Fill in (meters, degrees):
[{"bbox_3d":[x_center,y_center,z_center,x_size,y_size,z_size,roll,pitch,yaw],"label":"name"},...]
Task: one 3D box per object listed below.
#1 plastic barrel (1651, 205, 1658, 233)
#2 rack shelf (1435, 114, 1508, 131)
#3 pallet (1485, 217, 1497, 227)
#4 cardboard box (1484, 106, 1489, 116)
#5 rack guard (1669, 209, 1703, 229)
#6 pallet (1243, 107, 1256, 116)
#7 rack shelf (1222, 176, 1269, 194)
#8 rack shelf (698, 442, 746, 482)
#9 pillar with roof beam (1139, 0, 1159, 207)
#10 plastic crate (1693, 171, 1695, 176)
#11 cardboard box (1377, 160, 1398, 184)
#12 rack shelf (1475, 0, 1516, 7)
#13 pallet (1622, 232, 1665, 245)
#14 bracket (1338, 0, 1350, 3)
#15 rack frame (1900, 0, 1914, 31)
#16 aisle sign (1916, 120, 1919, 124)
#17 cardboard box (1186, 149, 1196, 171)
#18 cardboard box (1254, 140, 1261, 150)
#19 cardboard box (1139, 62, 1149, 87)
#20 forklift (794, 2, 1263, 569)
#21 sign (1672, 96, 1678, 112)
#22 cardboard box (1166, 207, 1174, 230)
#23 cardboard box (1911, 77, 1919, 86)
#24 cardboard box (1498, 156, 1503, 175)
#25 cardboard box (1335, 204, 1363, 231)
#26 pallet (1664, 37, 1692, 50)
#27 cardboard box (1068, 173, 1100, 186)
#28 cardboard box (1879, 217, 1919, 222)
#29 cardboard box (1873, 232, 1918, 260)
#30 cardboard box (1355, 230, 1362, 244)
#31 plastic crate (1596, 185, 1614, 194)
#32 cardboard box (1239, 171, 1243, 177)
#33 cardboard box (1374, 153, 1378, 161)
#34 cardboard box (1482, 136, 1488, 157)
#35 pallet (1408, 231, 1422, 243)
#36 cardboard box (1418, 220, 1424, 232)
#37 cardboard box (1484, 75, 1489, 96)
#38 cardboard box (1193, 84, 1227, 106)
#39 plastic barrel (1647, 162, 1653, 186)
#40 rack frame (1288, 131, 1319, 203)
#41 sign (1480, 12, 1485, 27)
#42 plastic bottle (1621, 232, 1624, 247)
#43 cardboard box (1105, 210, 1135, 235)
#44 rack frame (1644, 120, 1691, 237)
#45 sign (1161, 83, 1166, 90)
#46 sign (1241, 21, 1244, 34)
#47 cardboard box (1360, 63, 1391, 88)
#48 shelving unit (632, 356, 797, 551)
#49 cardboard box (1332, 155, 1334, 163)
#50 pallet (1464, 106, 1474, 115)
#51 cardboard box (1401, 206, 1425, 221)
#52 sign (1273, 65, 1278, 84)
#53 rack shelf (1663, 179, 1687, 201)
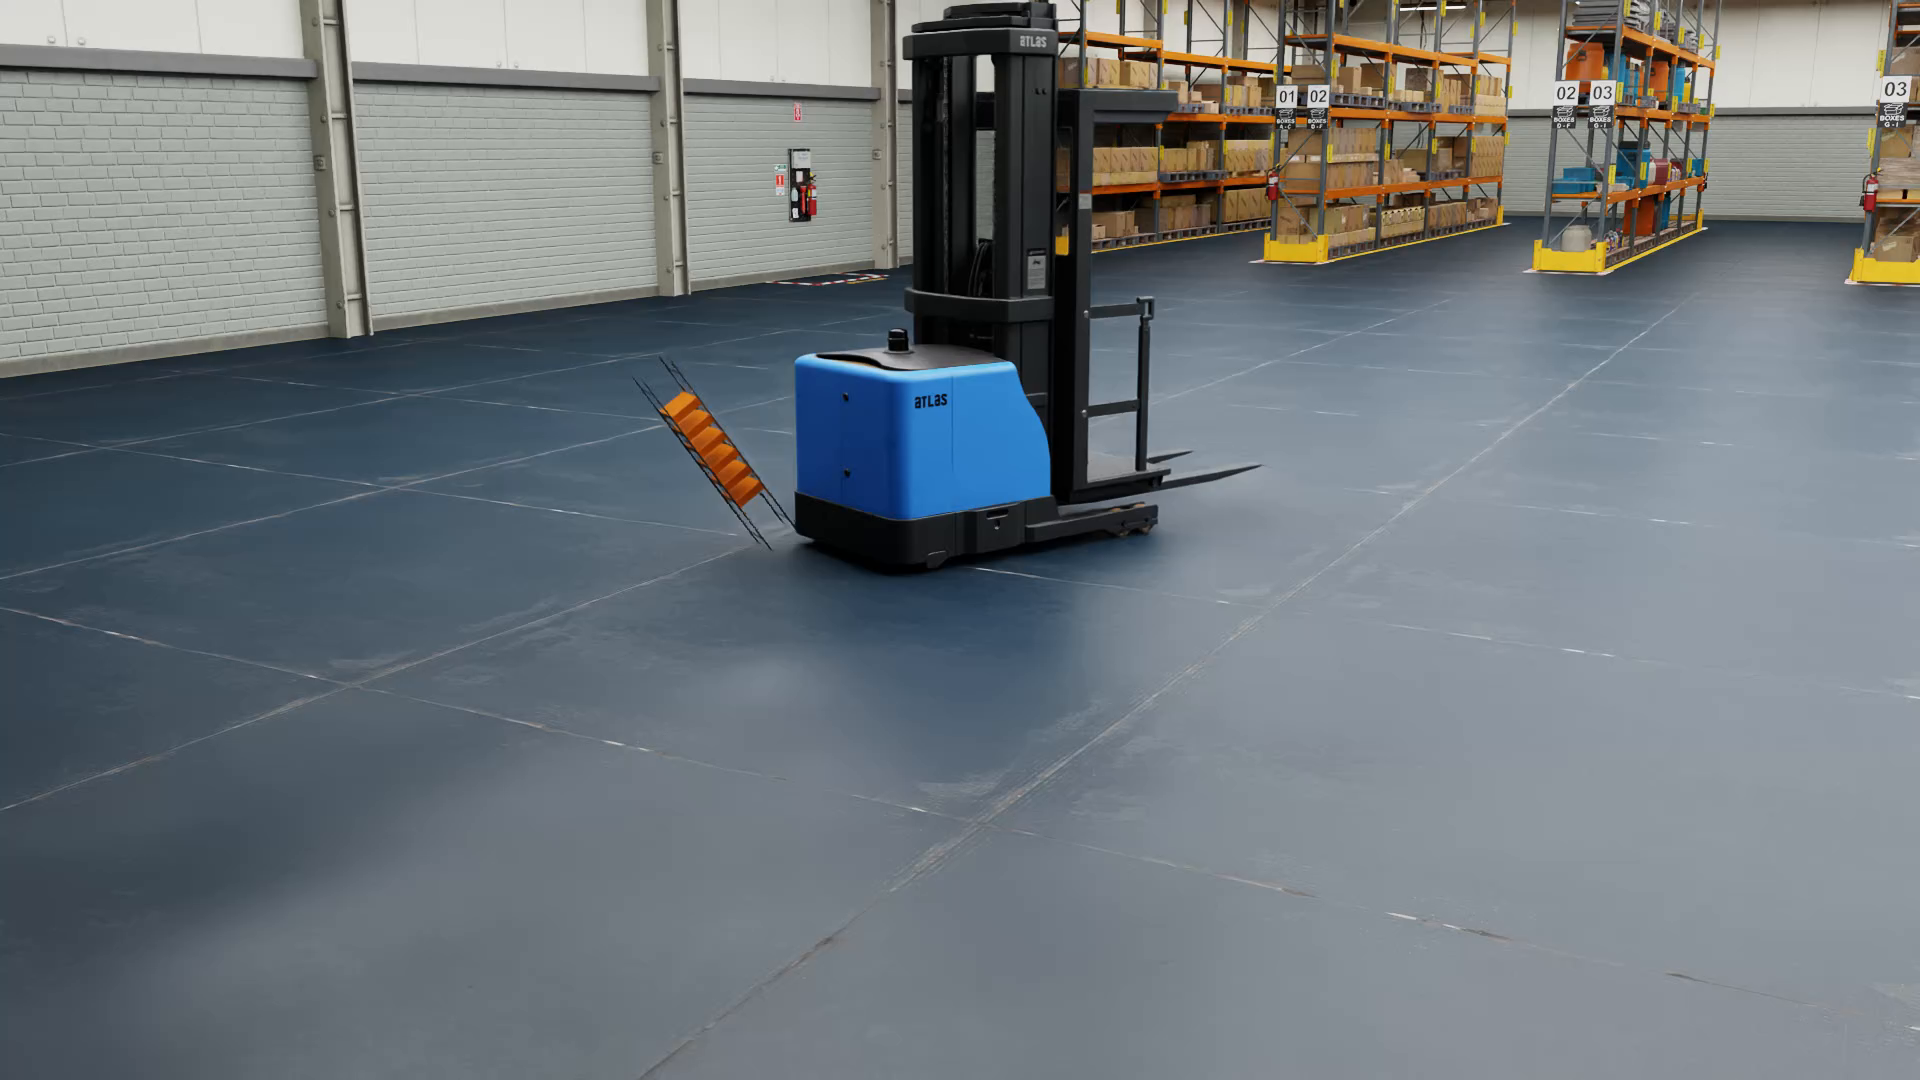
[{"bbox_3d":[15.313,-7.182,37.174,0.600,0.588,0.708,7,15,28],"label":"plastic barrel"},{"bbox_3d":[13.111,-10.718,42.725,1.077,0.370,4.000,7,15,28],"label":"rack shelf"},{"bbox_3d":[13.657,-8.485,44.278,1.003,0.211,1.213,7,15,28],"label":"pallet"},{"bbox_3d":[13.084,-10.861,42.103,0.500,0.250,0.500,7,15,28],"label":"cardboard box"},{"bbox_3d":[18.413,-8.249,42.683,1.175,0.500,0.348,7,15,28],"label":"rack guard"},{"bbox_3d":[6.675,-10.673,41.408,1.003,0.211,1.213,8,16,31],"label":"pallet"},{"bbox_3d":[6.839,-9.000,41.998,1.077,0.370,4.000,7,15,28],"label":"rack shelf"},{"bbox_3d":[-1.318,-0.435,9.153,0.180,0.103,0.258,-41,27,-13],"label":"rack shelf"},{"bbox_3d":[8.256,-11.199,36.785,9.100,9.000,0.400,7,15,28],"label":"pillar with roof beam"},{"bbox_3d":[18.177,-9.171,41.608,0.396,0.136,0.243,7,15,28],"label":"plastic crate"},{"bbox_3d":[9.159,-7.973,35.991,0.500,0.500,0.500,7,15,28],"label":"cardboard box"},{"bbox_3d":[13.111,-13.792,41.984,1.077,0.370,4.000,7,15,28],"label":"rack shelf"},{"bbox_3d":[14.890,-6.627,36.573,1.003,0.211,1.213,7,15,28],"label":"pallet"},{"bbox_3d":[11.660,-16.308,50.299,0.076,0.066,3.189,7,15,28],"label":"bracket"},{"bbox_3d":[20.815,-10.992,35.929,1.000,3.000,0.127,7,15,28],"label":"rack frame"},{"bbox_3d":[23.046,-10.141,39.651,0.394,0.787,0.004,7,15,28],"label":"aisle sign"},{"bbox_3d":[5.071,-8.846,38.673,0.700,0.500,0.500,7,15,28],"label":"cardboard box"},{"bbox_3d":[7.302,-9.994,42.096,0.500,0.250,0.500,8,16,29],"label":"cardboard box"},{"bbox_3d":[3.677,-9.873,35.297,0.500,0.500,0.500,8,16,31],"label":"cardboard box"},{"bbox_3d":[0.537,-1.530,9.627,3.031,2.935,1.130,-11,17,-37],"label":"forklift"},{"bbox_3d":[15.030,-9.163,34.964,0.100,0.325,0.005,7,15,28],"label":"sign"},{"bbox_3d":[4.486,-7.382,38.146,0.700,0.500,0.500,7,15,27],"label":"cardboard box"},{"bbox_3d":[15.103,-7.326,26.588,0.380,0.149,0.250,7,15,26],"label":"cardboard box"},{"bbox_3d":[14.100,-9.946,44.174,0.500,0.500,0.500,8,16,30],"label":"cardboard box"},{"bbox_3d":[7.754,-6.466,33.323,0.500,0.500,0.500,7,15,28],"label":"cardboard box"},{"bbox_3d":[14.921,-10.591,35.521,1.213,0.211,1.003,7,15,28],"label":"pallet"},{"bbox_3d":[2.519,-7.299,33.685,0.500,0.250,0.500,7,15,26],"label":"cardboard box"},{"bbox_3d":[18.574,-6.114,32.890,0.700,0.500,0.500,6,15,25],"label":"cardboard box"},{"bbox_3d":[15.589,-4.856,27.712,0.500,0.500,0.500,13,19,43],"label":"cardboard box"},{"bbox_3d":[7.765,-6.100,33.405,0.500,0.250,0.500,7,15,28],"label":"cardboard box"},{"bbox_3d":[11.392,-6.194,29.389,0.298,0.136,0.250,7,15,28],"label":"plastic crate"},{"bbox_3d":[6.832,-9.135,41.518,0.380,0.149,0.250,8,16,29],"label":"cardboard box"},{"bbox_3d":[8.333,-7.842,34.063,0.380,0.149,0.250,7,15,28],"label":"cardboard box"},{"bbox_3d":[13.117,-10.010,42.307,0.500,0.500,0.500,7,15,26],"label":"cardboard box"},{"bbox_3d":[9.779,-6.858,37.531,1.003,0.211,1.213,7,15,28],"label":"pallet"},{"bbox_3d":[10.170,-7.110,37.597,0.500,0.250,0.500,8,16,29],"label":"cardboard box"},{"bbox_3d":[12.948,-11.486,42.029,0.700,0.500,0.500,7,15,28],"label":"cardboard box"},{"bbox_3d":[6.052,-10.764,40.228,0.700,0.500,0.500,6,15,24],"label":"cardboard box"},{"bbox_3d":[14.031,-7.549,34.208,0.421,0.512,0.421,0,14,0],"label":"plastic barrel"},{"bbox_3d":[9.740,-10.580,47.019,1.000,3.000,0.127,7,15,28],"label":"rack frame"},{"bbox_3d":[12.633,-12.585,40.204,0.100,0.325,0.005,7,15,28],"label":"sign"},{"bbox_3d":[12.668,-5.753,31.854,0.061,0.283,0.133,8,16,31],"label":"plastic bottle"},{"bbox_3d":[3.472,-6.899,36.147,0.500,0.500,0.500,6,15,24],"label":"cardboard box"},{"bbox_3d":[16.479,-8.637,38.960,1.000,3.000,0.127,7,15,28],"label":"rack frame"},{"bbox_3d":[4.418,-9.768,36.147,0.100,0.325,0.005,7,15,28],"label":"sign"},{"bbox_3d":[7.332,-13.275,43.066,0.100,0.325,0.005,7,15,28],"label":"sign"},{"bbox_3d":[8.610,-9.634,34.518,0.500,0.500,0.500,8,15,29],"label":"cardboard box"},{"bbox_3d":[-1.340,-0.468,9.133,0.189,1.200,0.258,-41,27,-13],"label":"shelving unit"},{"bbox_3d":[6.847,-7.212,31.449,0.380,0.149,0.250,7,15,27],"label":"cardboard box"},{"bbox_3d":[11.768,-10.440,40.439,1.213,0.211,1.003,7,15,28],"label":"pallet"},{"bbox_3d":[10.173,-7.383,37.532,0.500,0.311,0.500,8,16,30],"label":"cardboard box"},{"bbox_3d":[5.875,-8.652,30.899,0.100,0.325,0.005,7,15,28],"label":"sign"},{"bbox_3d":[15.512,-7.877,37.342,1.077,0.370,4.000,7,15,28],"label":"rack shelf"}]
